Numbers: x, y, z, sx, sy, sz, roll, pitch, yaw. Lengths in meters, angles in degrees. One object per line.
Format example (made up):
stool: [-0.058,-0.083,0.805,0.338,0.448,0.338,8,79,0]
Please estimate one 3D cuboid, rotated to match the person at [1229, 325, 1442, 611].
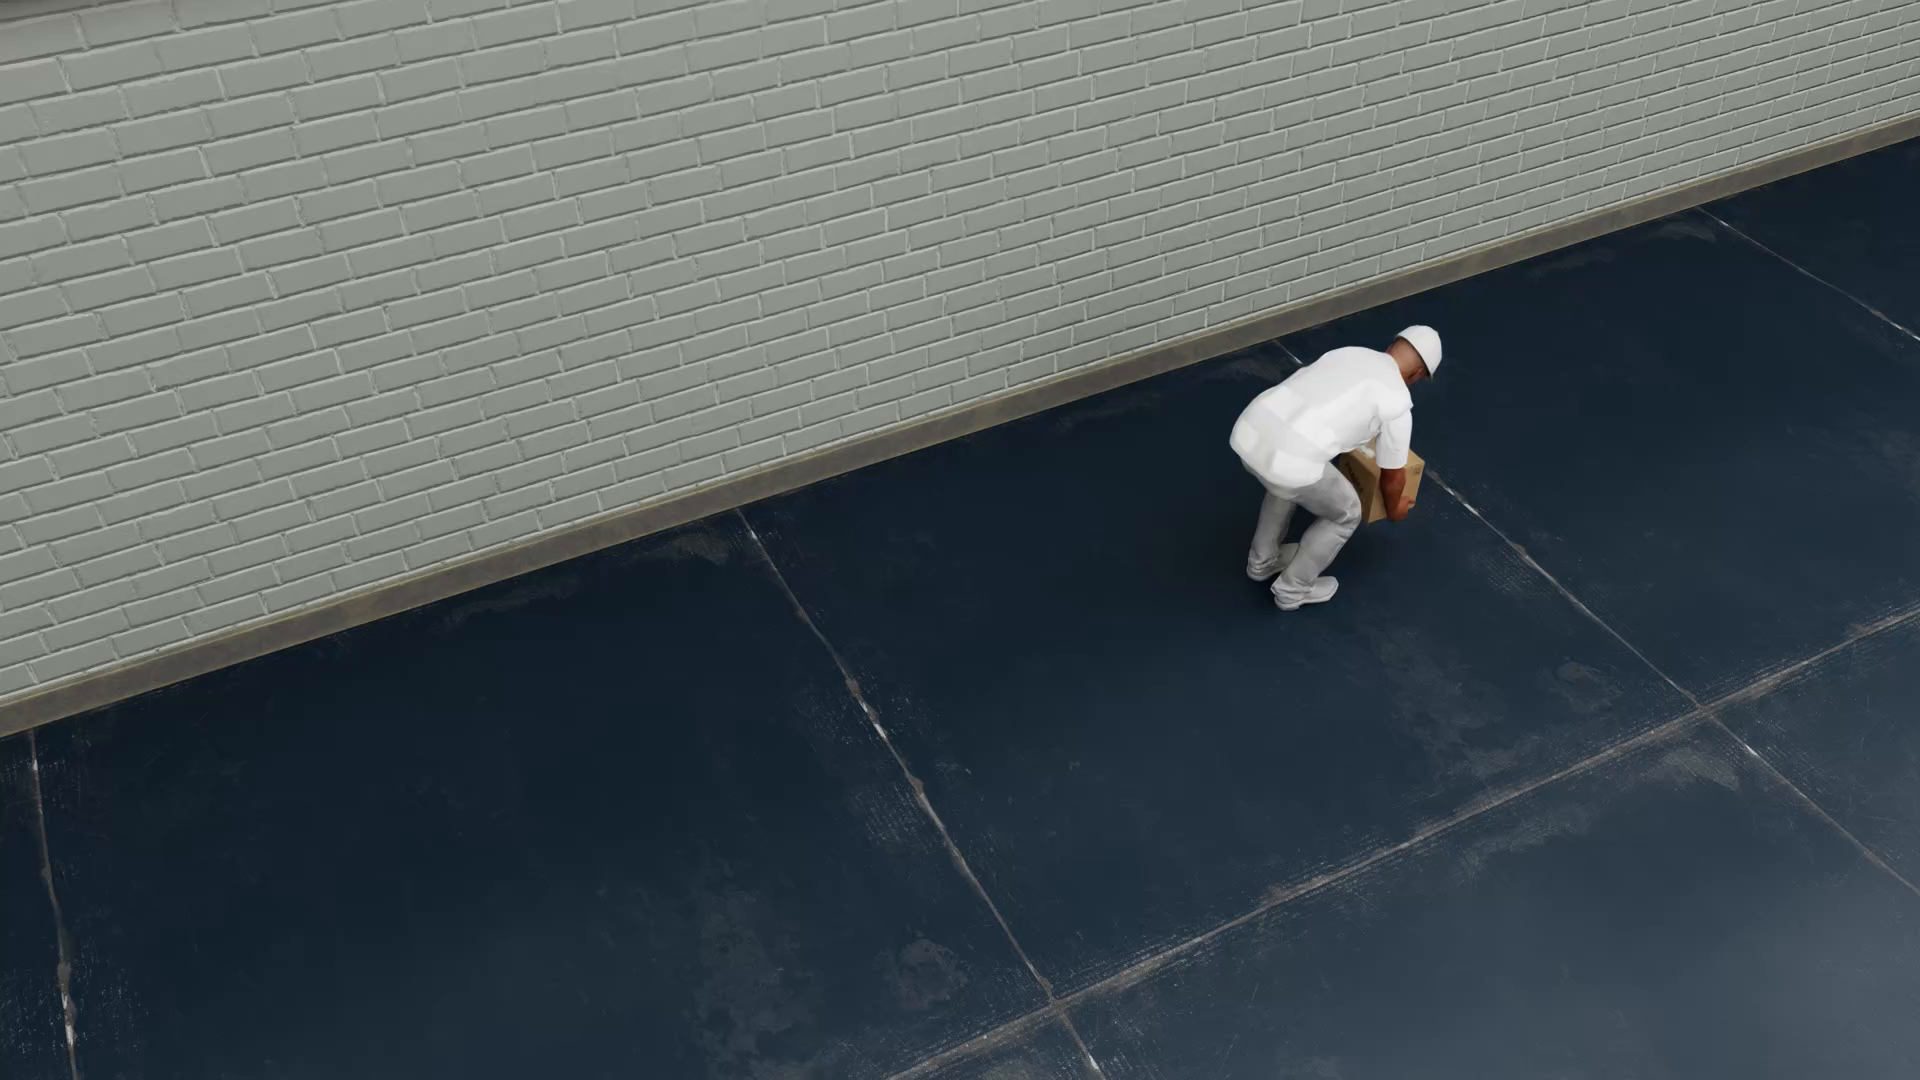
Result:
person: [1.553,-0.304,6.961,0.959,1.144,0.504,-21,45,-22]
